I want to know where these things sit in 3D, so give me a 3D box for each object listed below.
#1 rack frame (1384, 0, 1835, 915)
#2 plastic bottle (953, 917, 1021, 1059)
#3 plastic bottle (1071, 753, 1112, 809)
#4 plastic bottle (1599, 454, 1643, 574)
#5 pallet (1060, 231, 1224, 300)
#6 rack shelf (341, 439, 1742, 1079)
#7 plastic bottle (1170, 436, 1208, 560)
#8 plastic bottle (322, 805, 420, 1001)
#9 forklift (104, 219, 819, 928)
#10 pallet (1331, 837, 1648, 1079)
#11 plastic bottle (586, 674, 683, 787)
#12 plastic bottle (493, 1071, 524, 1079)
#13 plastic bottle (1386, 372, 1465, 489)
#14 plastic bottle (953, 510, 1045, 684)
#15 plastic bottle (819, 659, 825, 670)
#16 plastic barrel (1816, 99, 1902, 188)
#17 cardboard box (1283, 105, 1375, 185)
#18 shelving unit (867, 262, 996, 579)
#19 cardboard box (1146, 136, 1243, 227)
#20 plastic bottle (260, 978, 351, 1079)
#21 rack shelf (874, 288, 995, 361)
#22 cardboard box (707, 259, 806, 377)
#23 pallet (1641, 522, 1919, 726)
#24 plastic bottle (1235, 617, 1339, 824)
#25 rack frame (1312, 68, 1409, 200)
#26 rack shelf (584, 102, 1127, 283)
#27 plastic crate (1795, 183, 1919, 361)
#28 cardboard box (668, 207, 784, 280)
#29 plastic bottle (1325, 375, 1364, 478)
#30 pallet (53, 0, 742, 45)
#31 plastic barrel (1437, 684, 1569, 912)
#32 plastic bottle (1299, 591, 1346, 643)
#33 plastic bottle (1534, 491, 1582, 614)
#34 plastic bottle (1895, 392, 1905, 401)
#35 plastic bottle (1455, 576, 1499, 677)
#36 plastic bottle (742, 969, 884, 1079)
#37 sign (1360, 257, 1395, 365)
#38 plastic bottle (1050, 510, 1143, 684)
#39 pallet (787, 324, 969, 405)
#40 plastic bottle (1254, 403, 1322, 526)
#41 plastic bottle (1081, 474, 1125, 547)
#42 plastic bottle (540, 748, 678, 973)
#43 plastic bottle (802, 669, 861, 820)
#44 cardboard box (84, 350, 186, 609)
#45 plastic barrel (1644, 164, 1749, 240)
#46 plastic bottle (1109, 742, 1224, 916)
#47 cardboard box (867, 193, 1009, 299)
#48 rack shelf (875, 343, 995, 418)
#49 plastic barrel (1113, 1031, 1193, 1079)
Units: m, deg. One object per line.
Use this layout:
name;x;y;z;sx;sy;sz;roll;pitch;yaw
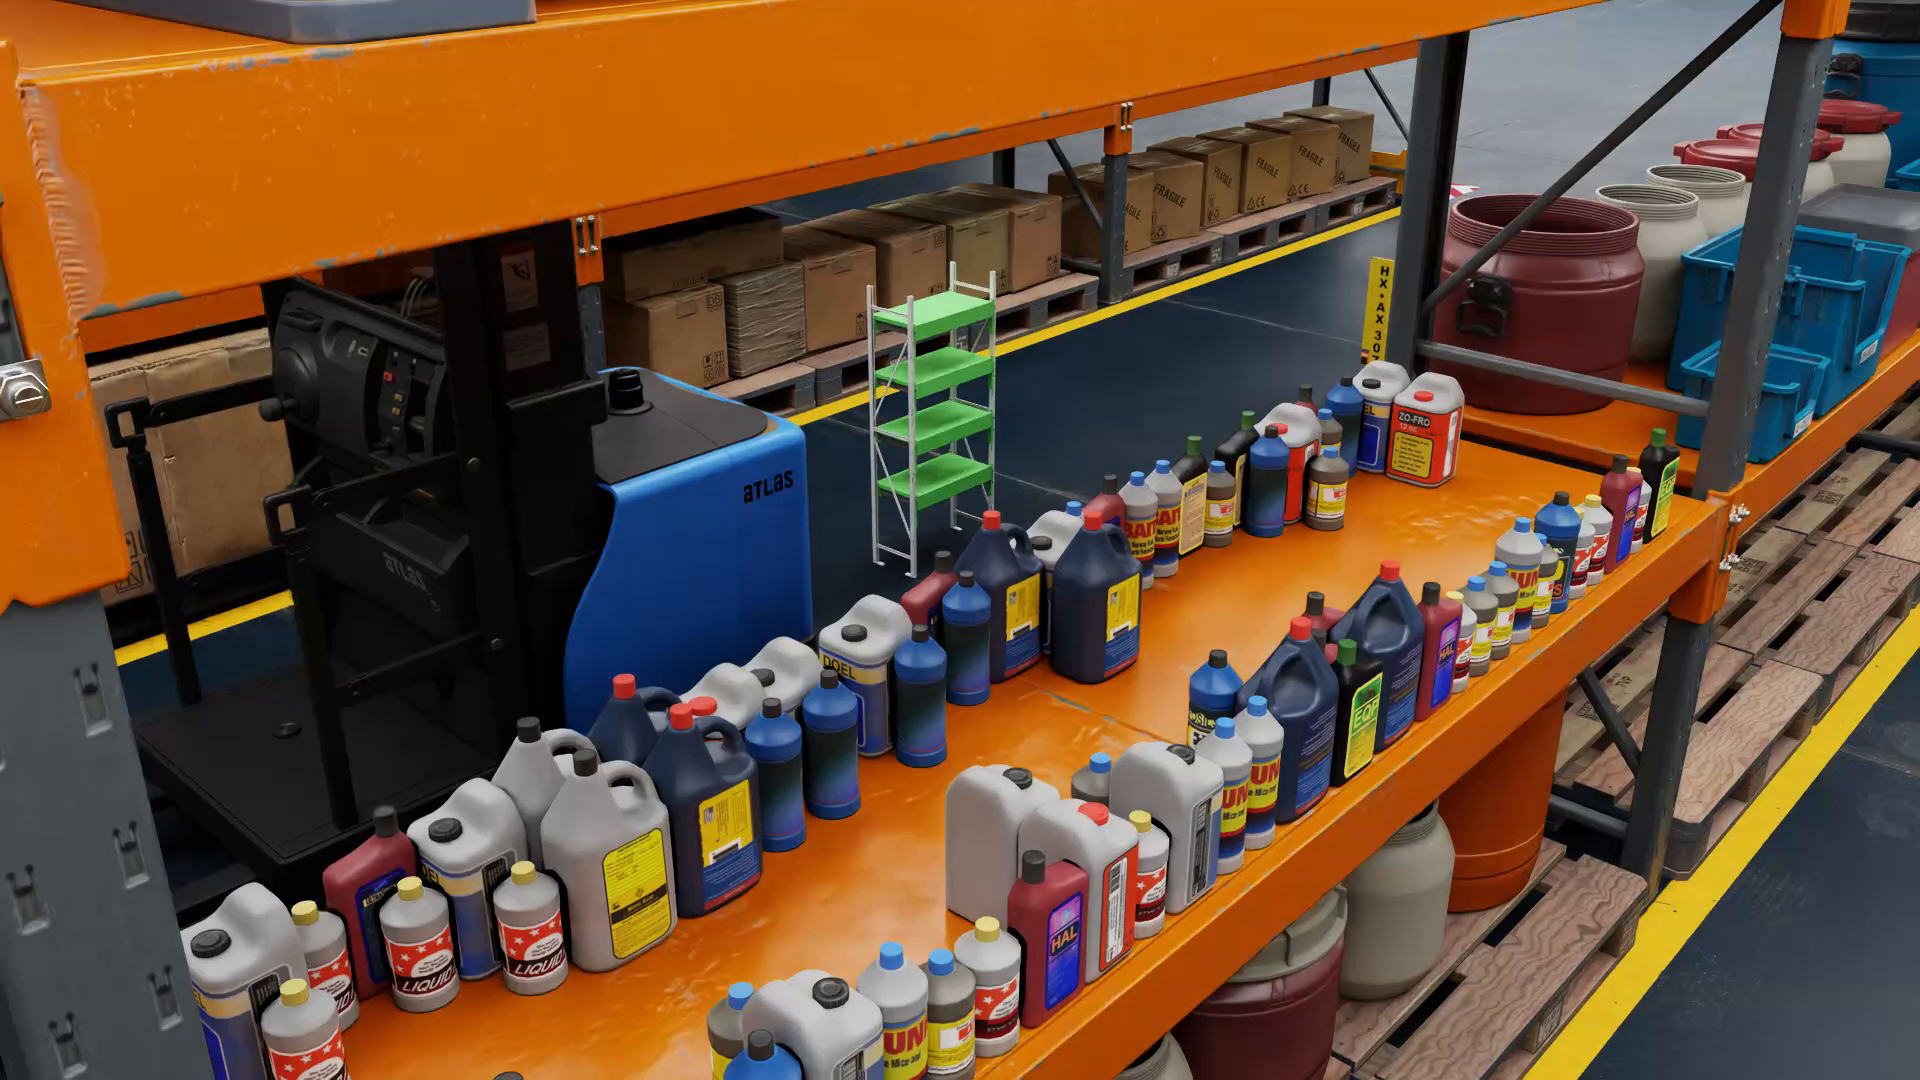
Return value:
rack frame;1.644;-0.436;4.557;1.000;3.000;0.127;20;31;38
plastic bottle;0.039;0.637;2.405;0.097;0.201;0.097;0;24;0
plastic bottle;0.234;0.455;2.812;0.097;0.201;0.097;0;24;0
plastic bottle;1.538;-0.073;3.889;0.061;0.283;0.133;20;31;38
pallet;1.047;-1.949;11.339;1.003;0.211;1.213;20;31;38
rack shelf;0.309;0.501;3.345;1.077;0.370;4.000;20;31;38
plastic bottle;0.528;-0.100;3.949;0.061;0.283;0.133;20;31;38
plastic bottle;-0.883;0.544;2.512;0.061;0.283;0.133;20;31;38
forklift;-1.875;-0.436;4.640;1.130;2.935;3.031;21;32;39
pallet;1.149;1.088;4.566;1.003;0.211;1.213;20;31;38
plastic bottle;-0.532;0.379;2.798;0.144;0.351;0.185;20;31;38
plastic bottle;-0.522;0.774;1.918;0.144;0.351;0.185;20;31;38
plastic bottle;1.228;-0.295;4.392;0.152;0.276;0.135;20;31;38
plastic bottle;0.079;0.100;3.421;0.144;0.351;0.185;20;31;38
plastic bottle;-0.276;0.316;3.122;0.097;0.201;0.097;0;24;0
plastic barrel;3.512;-1.485;6.730;0.433;0.535;0.433;0;24;0
cardboard box;2.866;-3.091;13.020;0.500;0.500;0.500;-17;29;-34
shelving unit;-0.110;-0.497;6.892;0.258;1.200;0.503;20;31;38
cardboard box;1.654;-2.556;11.827;0.500;0.500;0.500;17;29;33
plastic bottle;-0.898;0.693;2.281;0.097;0.201;0.097;0;24;0
rack shelf;-0.111;-0.877;6.722;0.258;0.148;0.480;20;31;38
cardboard box;-1.251;-1.231;8.846;0.700;0.500;0.500;17;29;33
pallet;3.004;0.241;6.455;1.003;0.211;1.213;20;31;38
plastic bottle;0.579;0.308;2.956;0.144;0.351;0.185;20;31;38
rack frame;3.295;-4.226;13.009;1.000;3.000;0.127;20;31;38
rack shelf;-0.710;-2.070;9.079;1.077;0.370;4.000;20;31;38
plastic crate;2.950;-0.874;5.455;0.402;0.464;0.583;20;31;38
cardboard box;-1.273;-1.568;8.681;0.500;0.250;0.500;-20;31;-37
plastic bottle;1.017;-0.306;4.424;0.097;0.271;0.097;0;24;0
pallet;-0.575;-0.766;1.856;1.213;0.211;1.003;20;31;38
plastic barrel;1.330;0.516;4.572;0.600;0.830;0.708;20;31;38
plastic bottle;0.698;0.222;3.231;0.061;0.283;0.133;20;31;38
plastic bottle;1.317;0.022;3.692;0.097;0.271;0.097;0;24;0
plastic bottle;4.636;-0.883;8.252;0.144;0.351;0.185;20;31;38
plastic bottle;1.057;0.173;3.442;0.097;0.201;0.097;0;24;0
plastic bottle;-0.189;0.691;2.195;0.152;0.276;0.135;20;31;38
sign;1.230;-0.659;4.853;0.100;0.325;0.005;20;31;38
plastic bottle;0.282;0.100;3.420;0.144;0.351;0.185;20;31;38
pallet;-0.707;-1.124;9.499;1.003;0.211;1.213;20;31;38
plastic bottle;0.806;-0.195;4.170;0.152;0.276;0.135;20;31;38
plastic bottle;0.309;0.000;3.726;0.061;0.283;0.133;20;31;38
plastic bottle;-0.548;0.475;2.585;0.144;0.351;0.185;20;31;38
plastic bottle;-0.228;0.355;2.949;0.097;0.271;0.097;0;24;0
cardboard box;-3.706;-0.265;6.258;1.225;0.875;0.875;19;30;36
plastic barrel;2.453;-0.987;5.649;0.421;0.512;0.421;0;24;0
plastic bottle;0.340;0.449;2.733;0.152;0.276;0.135;20;31;38
cardboard box;-0.133;-1.746;9.996;0.700;0.500;0.500;20;31;37
rack shelf;-0.110;-0.658;6.820;0.258;0.148;0.480;20;31;38
plastic barrel;0.266;1.202;3.431;0.421;0.512;0.421;0;24;0
